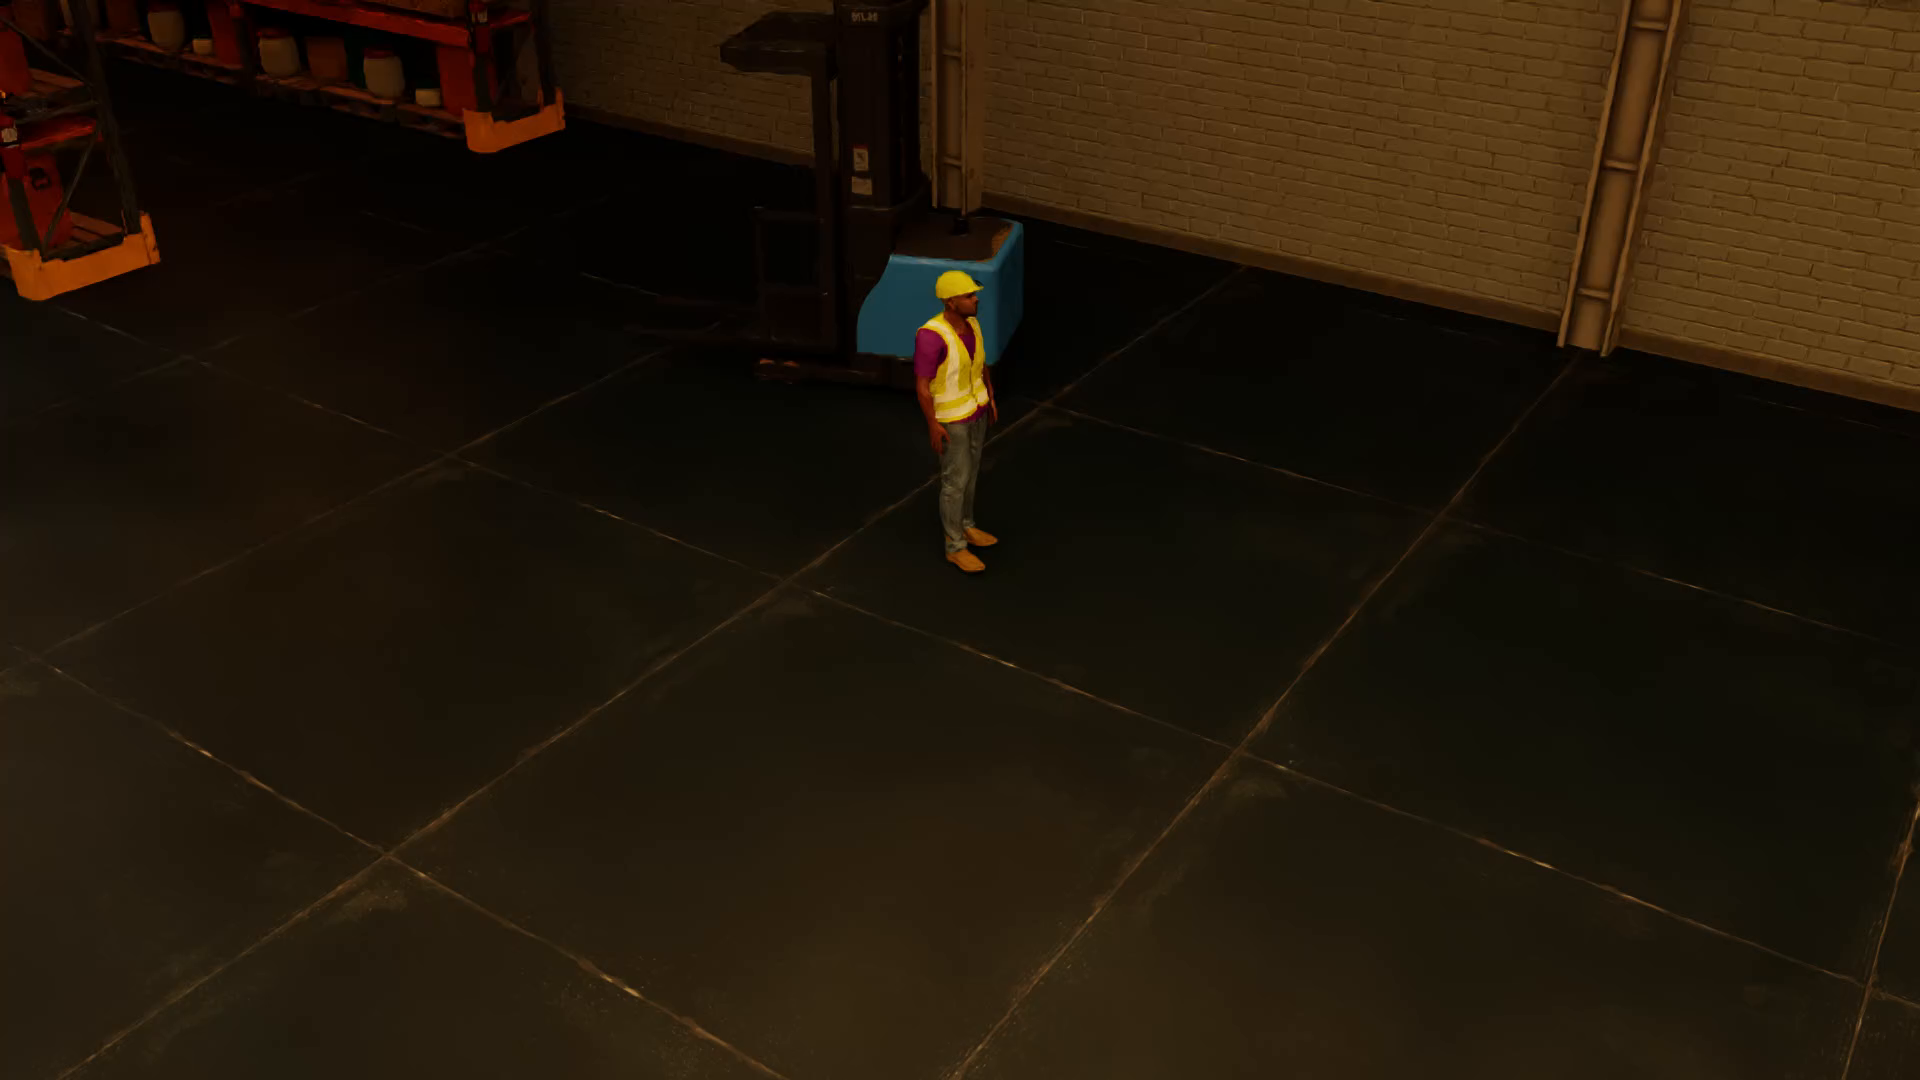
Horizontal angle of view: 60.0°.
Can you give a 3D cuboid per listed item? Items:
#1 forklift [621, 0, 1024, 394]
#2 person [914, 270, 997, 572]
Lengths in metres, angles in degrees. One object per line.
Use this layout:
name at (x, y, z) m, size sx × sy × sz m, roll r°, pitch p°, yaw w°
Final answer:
forklift at (-1.077, -2.693, 12.218) m, size 3.031 × 2.935 × 1.130 m, roll 7°, pitch 31°, yaw 12°
person at (0.055, -0.748, 10.015) m, size 0.576 × 1.766 × 0.665 m, roll 19°, pitch 35°, yaw 29°
